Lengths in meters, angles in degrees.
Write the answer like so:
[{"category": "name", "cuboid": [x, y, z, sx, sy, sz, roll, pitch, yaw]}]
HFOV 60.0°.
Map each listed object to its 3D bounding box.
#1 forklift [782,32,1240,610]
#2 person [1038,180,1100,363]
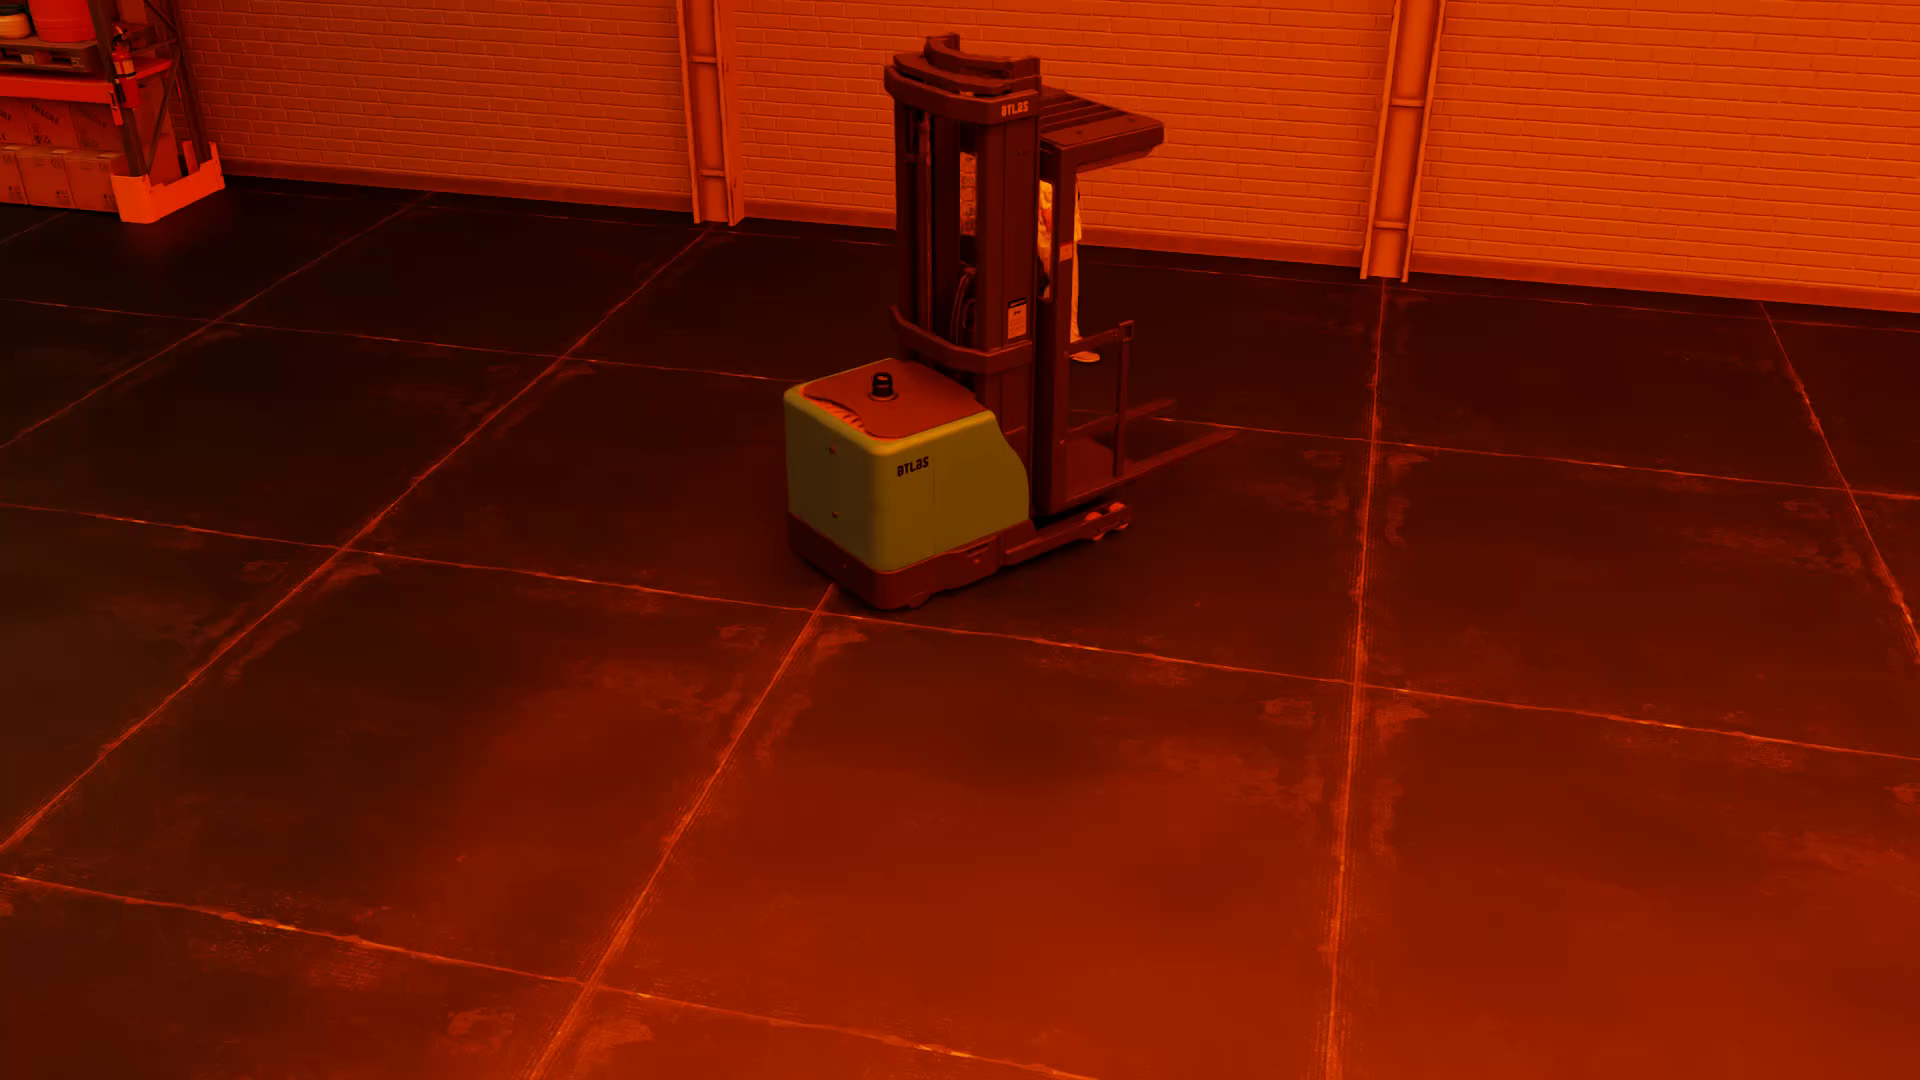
[{"category": "forklift", "cuboid": [0.445, -1.463, 9.752, 3.031, 2.935, 1.130, -21, 36, -32]}, {"category": "person", "cuboid": [0.804, -2.202, 12.325, 0.530, 1.670, 0.596, 2, 30, 3]}]
